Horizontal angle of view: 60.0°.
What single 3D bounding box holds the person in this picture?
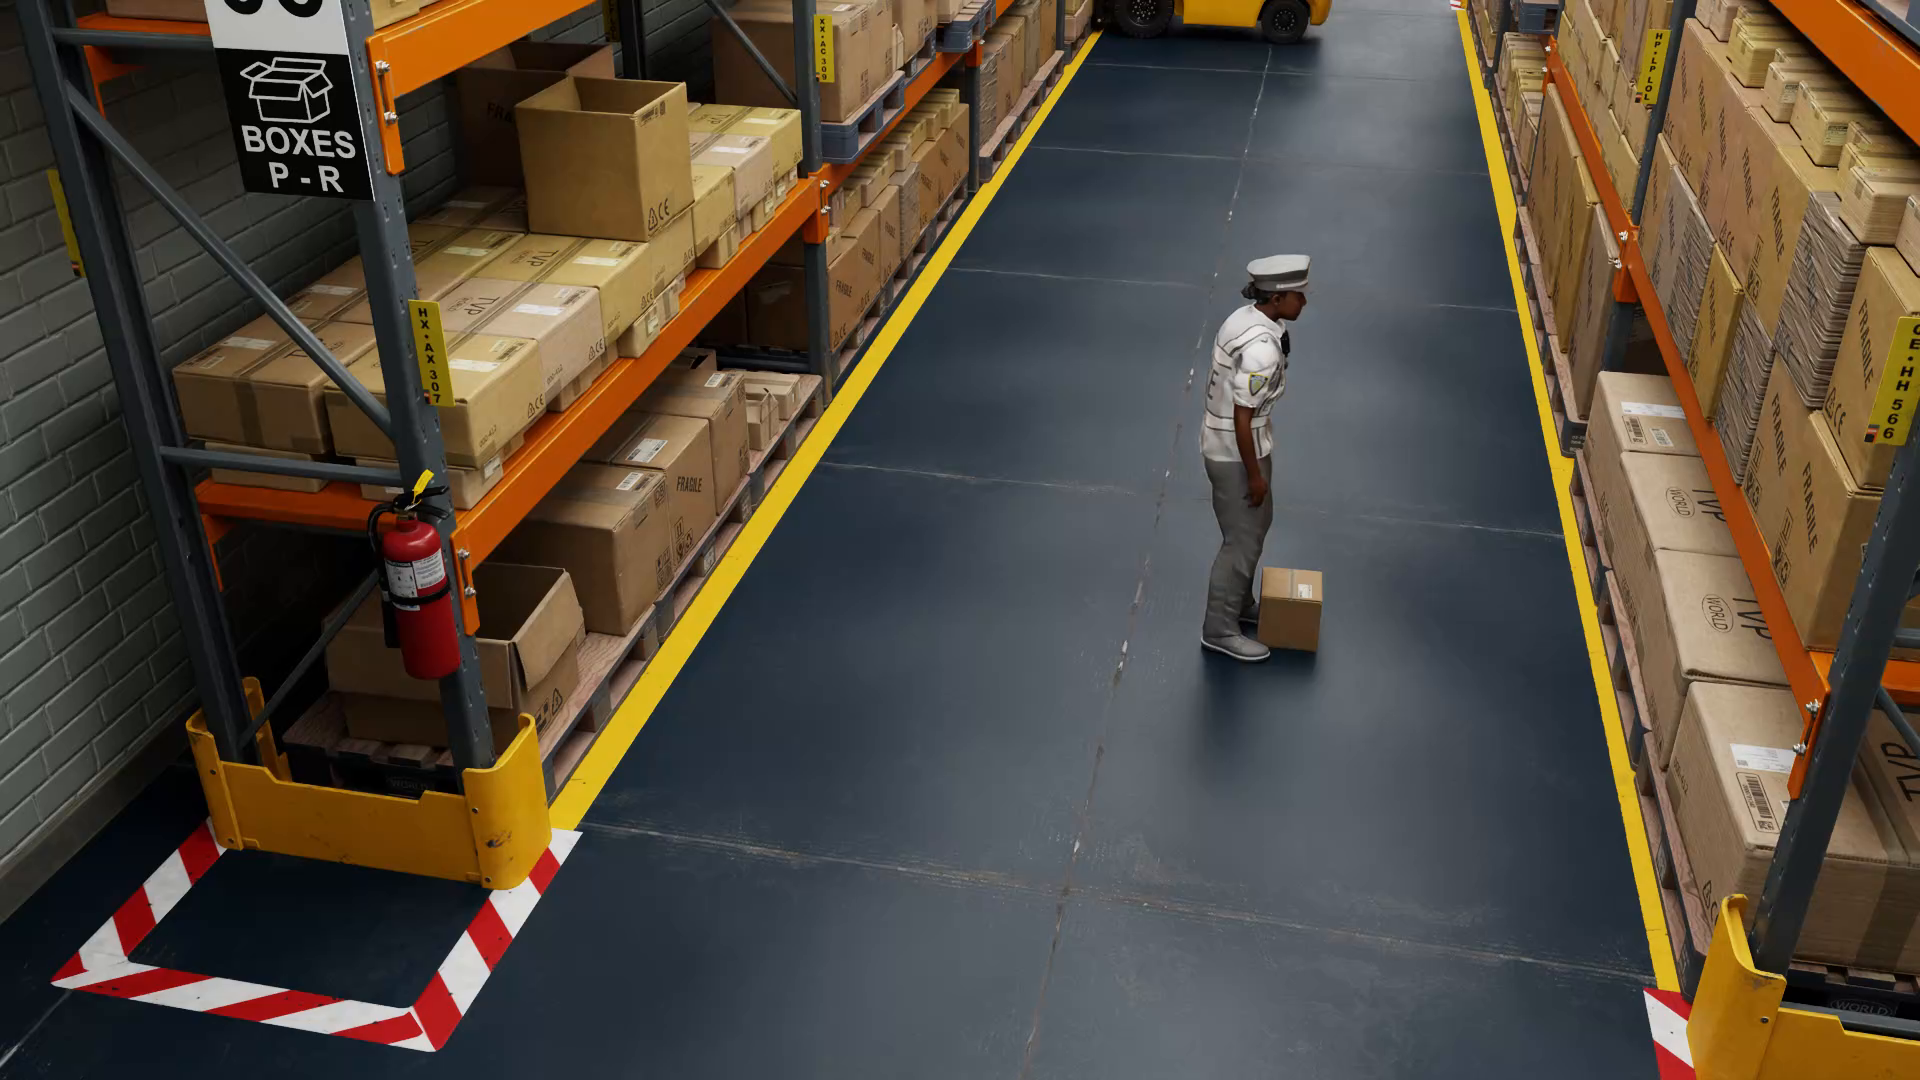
[{"bbox_3d":[1.181,-0.345,6.747,0.420,1.661,0.531,5,29,8],"label":"person"}]
